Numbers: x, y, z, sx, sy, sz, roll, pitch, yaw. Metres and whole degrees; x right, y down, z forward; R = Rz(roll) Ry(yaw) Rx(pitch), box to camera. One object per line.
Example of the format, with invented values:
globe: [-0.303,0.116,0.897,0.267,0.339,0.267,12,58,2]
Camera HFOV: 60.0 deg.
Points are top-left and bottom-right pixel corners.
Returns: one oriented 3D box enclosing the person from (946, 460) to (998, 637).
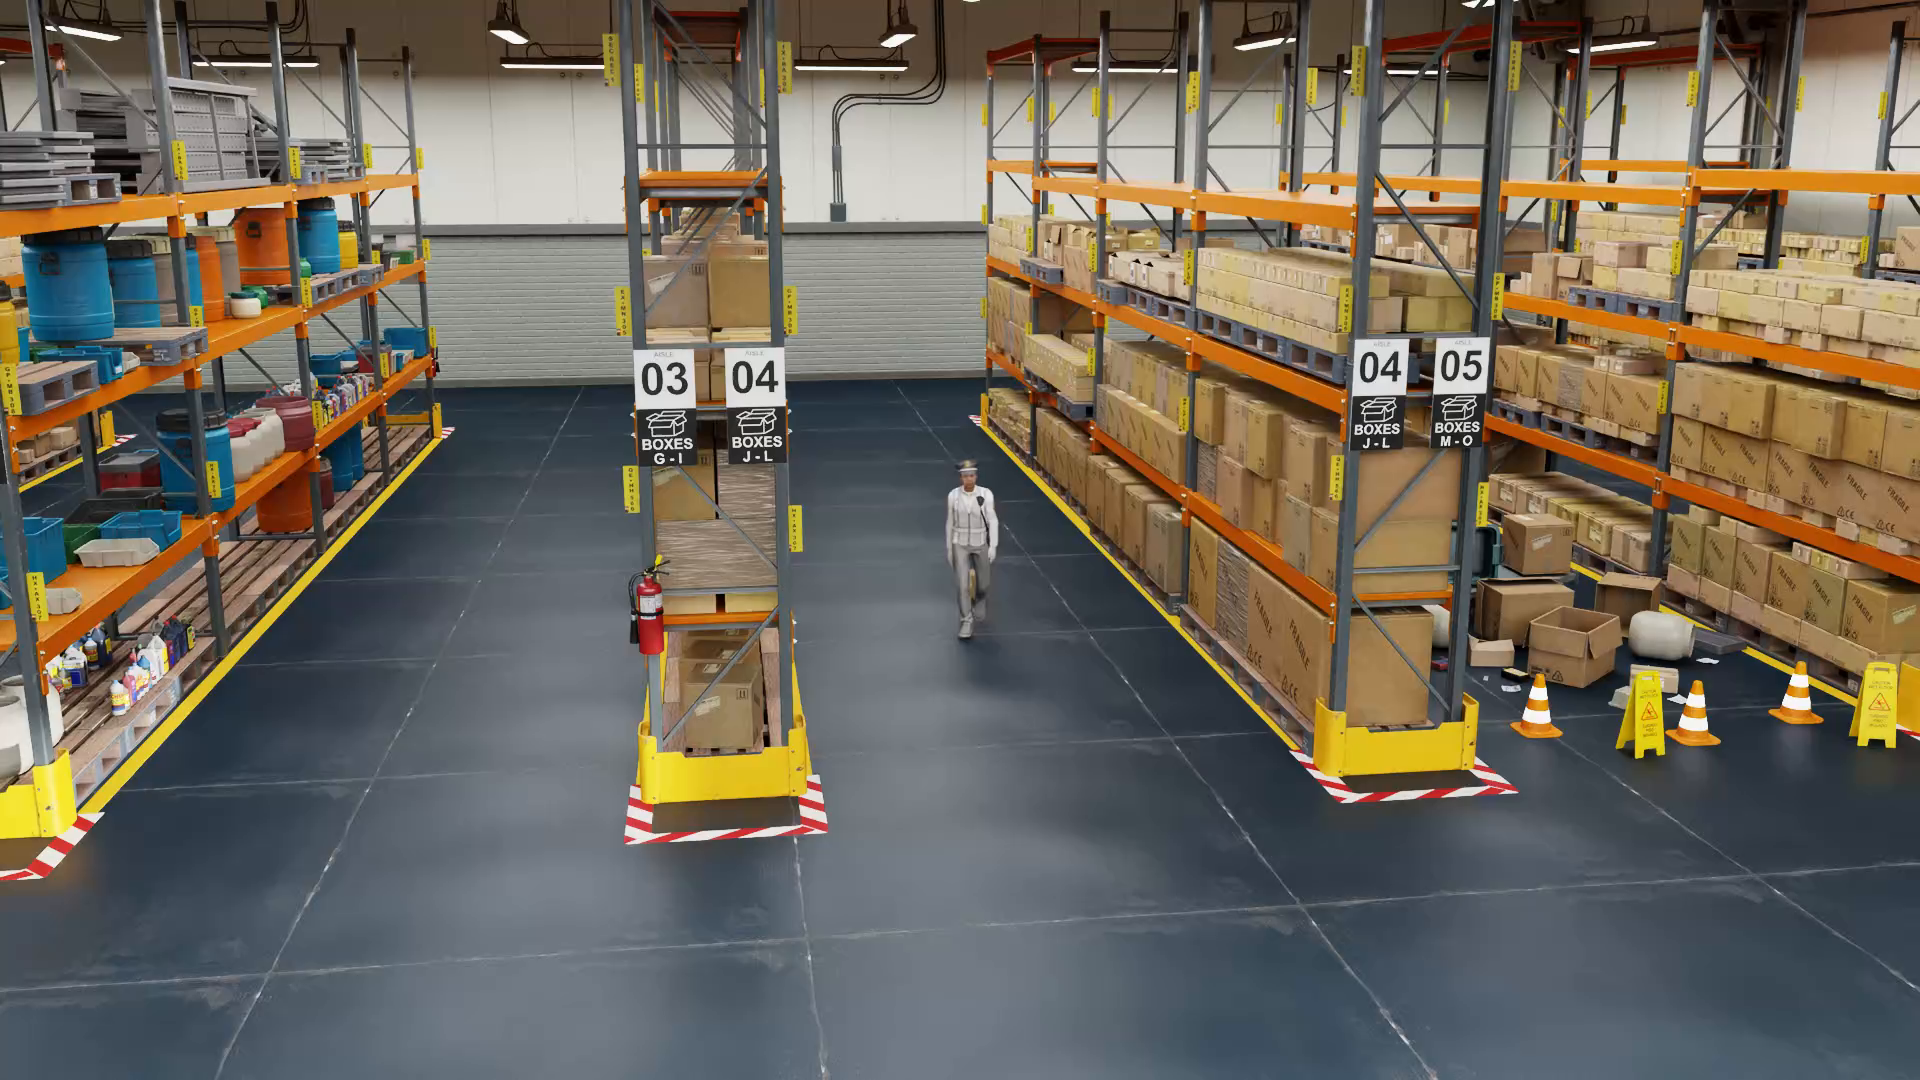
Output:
person: [0.112,0.044,15.657,0.493,1.670,0.606,1,13,4]
